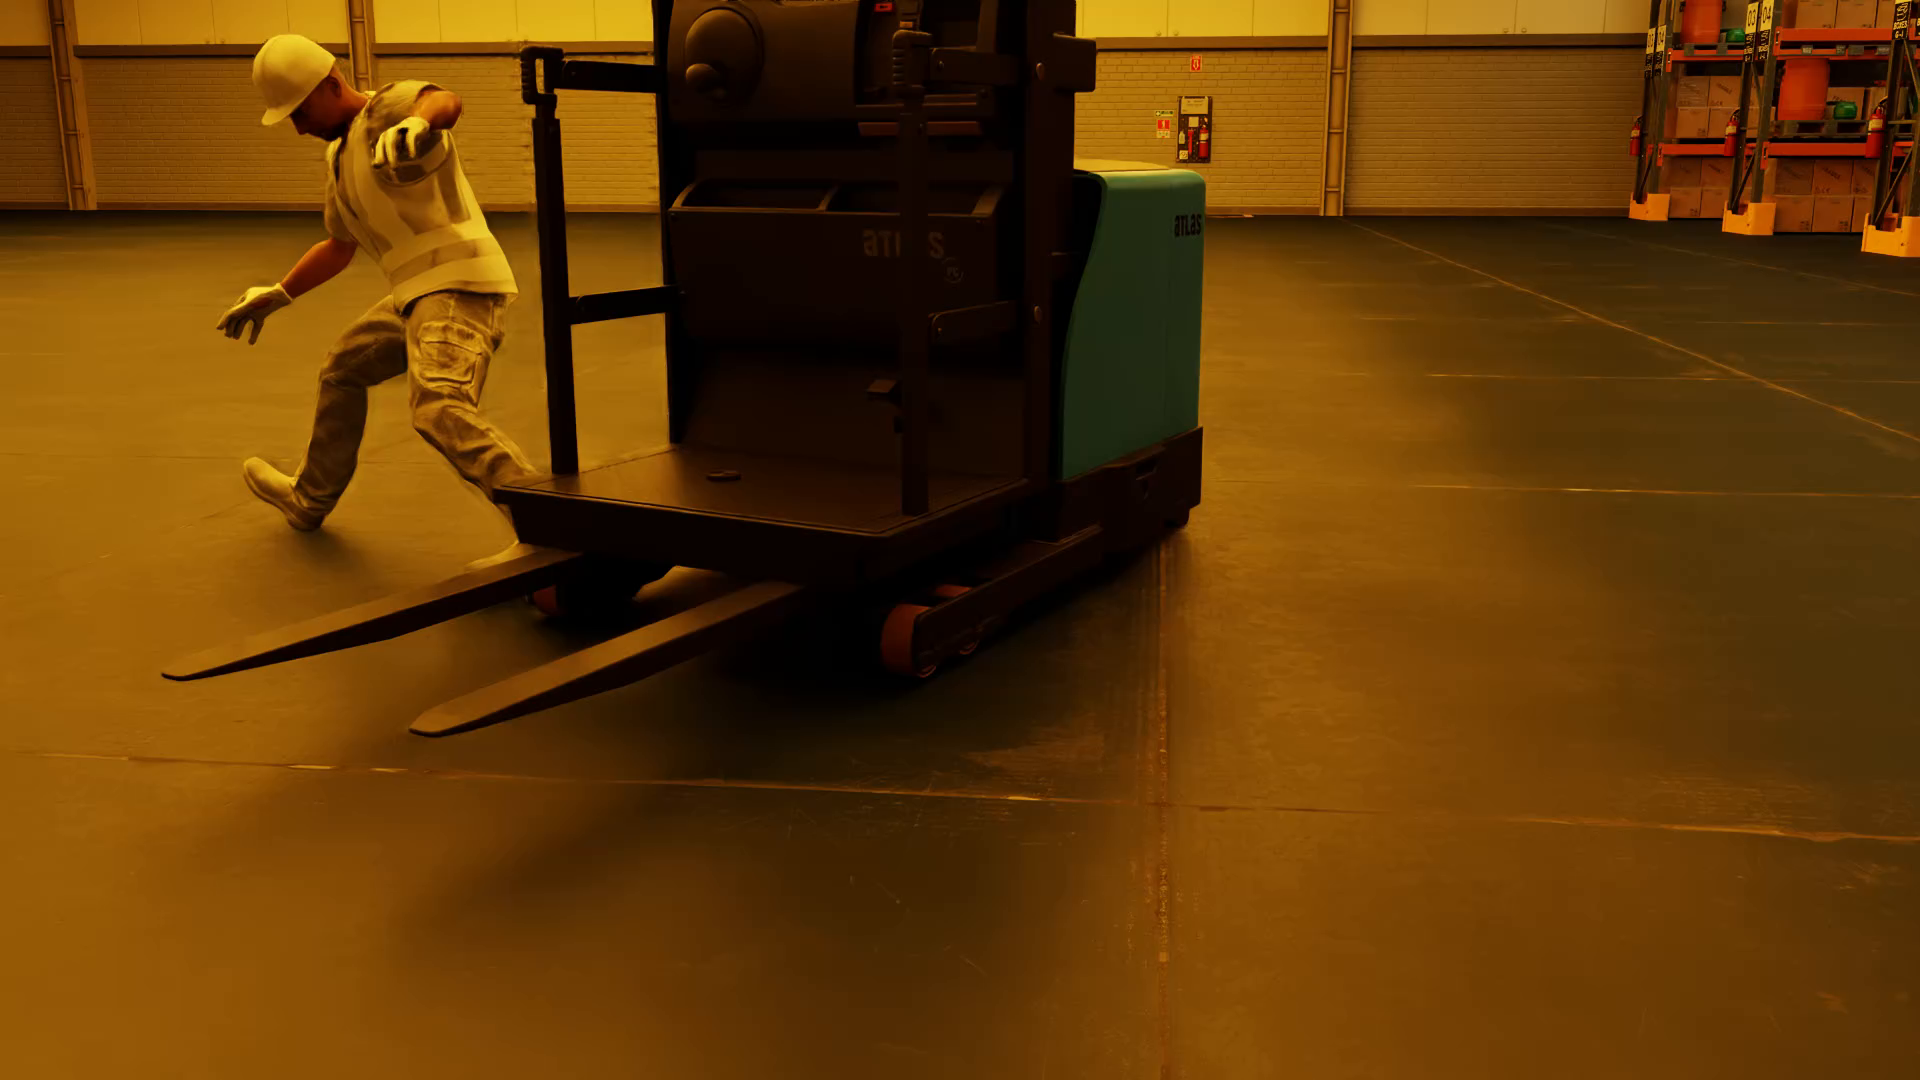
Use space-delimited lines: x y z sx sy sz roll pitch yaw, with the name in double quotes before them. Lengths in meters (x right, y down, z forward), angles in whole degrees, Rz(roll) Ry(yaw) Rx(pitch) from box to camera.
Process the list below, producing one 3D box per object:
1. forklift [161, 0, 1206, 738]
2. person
"forklift" -0.405 -1.239 3.810 1.130 2.935 3.031 7 15 28
"person" -1.614 -0.645 4.603 0.797 1.454 1.314 -6 15 -25
